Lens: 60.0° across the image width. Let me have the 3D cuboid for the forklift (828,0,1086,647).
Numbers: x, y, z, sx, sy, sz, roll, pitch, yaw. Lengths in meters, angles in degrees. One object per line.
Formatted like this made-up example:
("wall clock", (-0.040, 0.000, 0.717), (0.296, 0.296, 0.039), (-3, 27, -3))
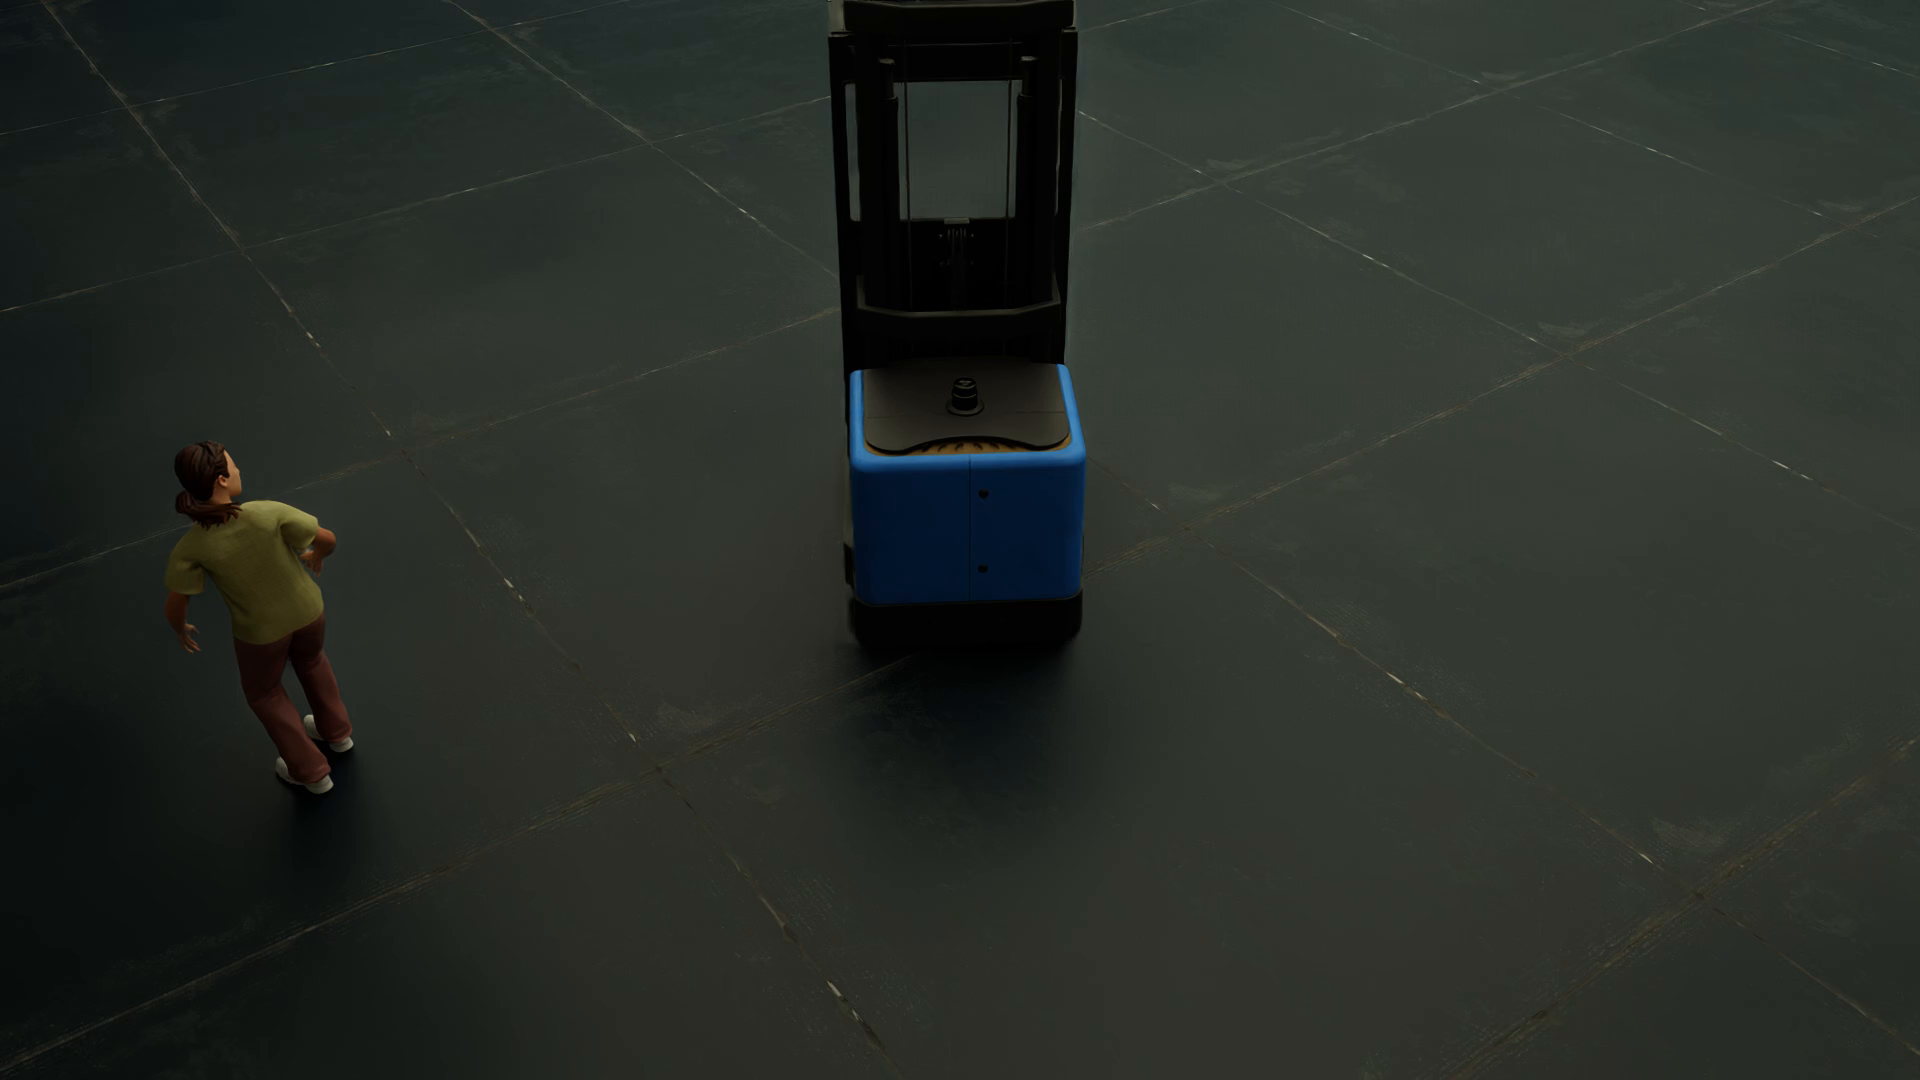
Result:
("forklift", (-0.046, -1.542, 8.030), (1.130, 2.935, 3.031), (-2, 37, -3))

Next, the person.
("person", (-2.799, 0.304, 6.632), (0.654, 1.637, 0.474), (-29, 45, -33))
